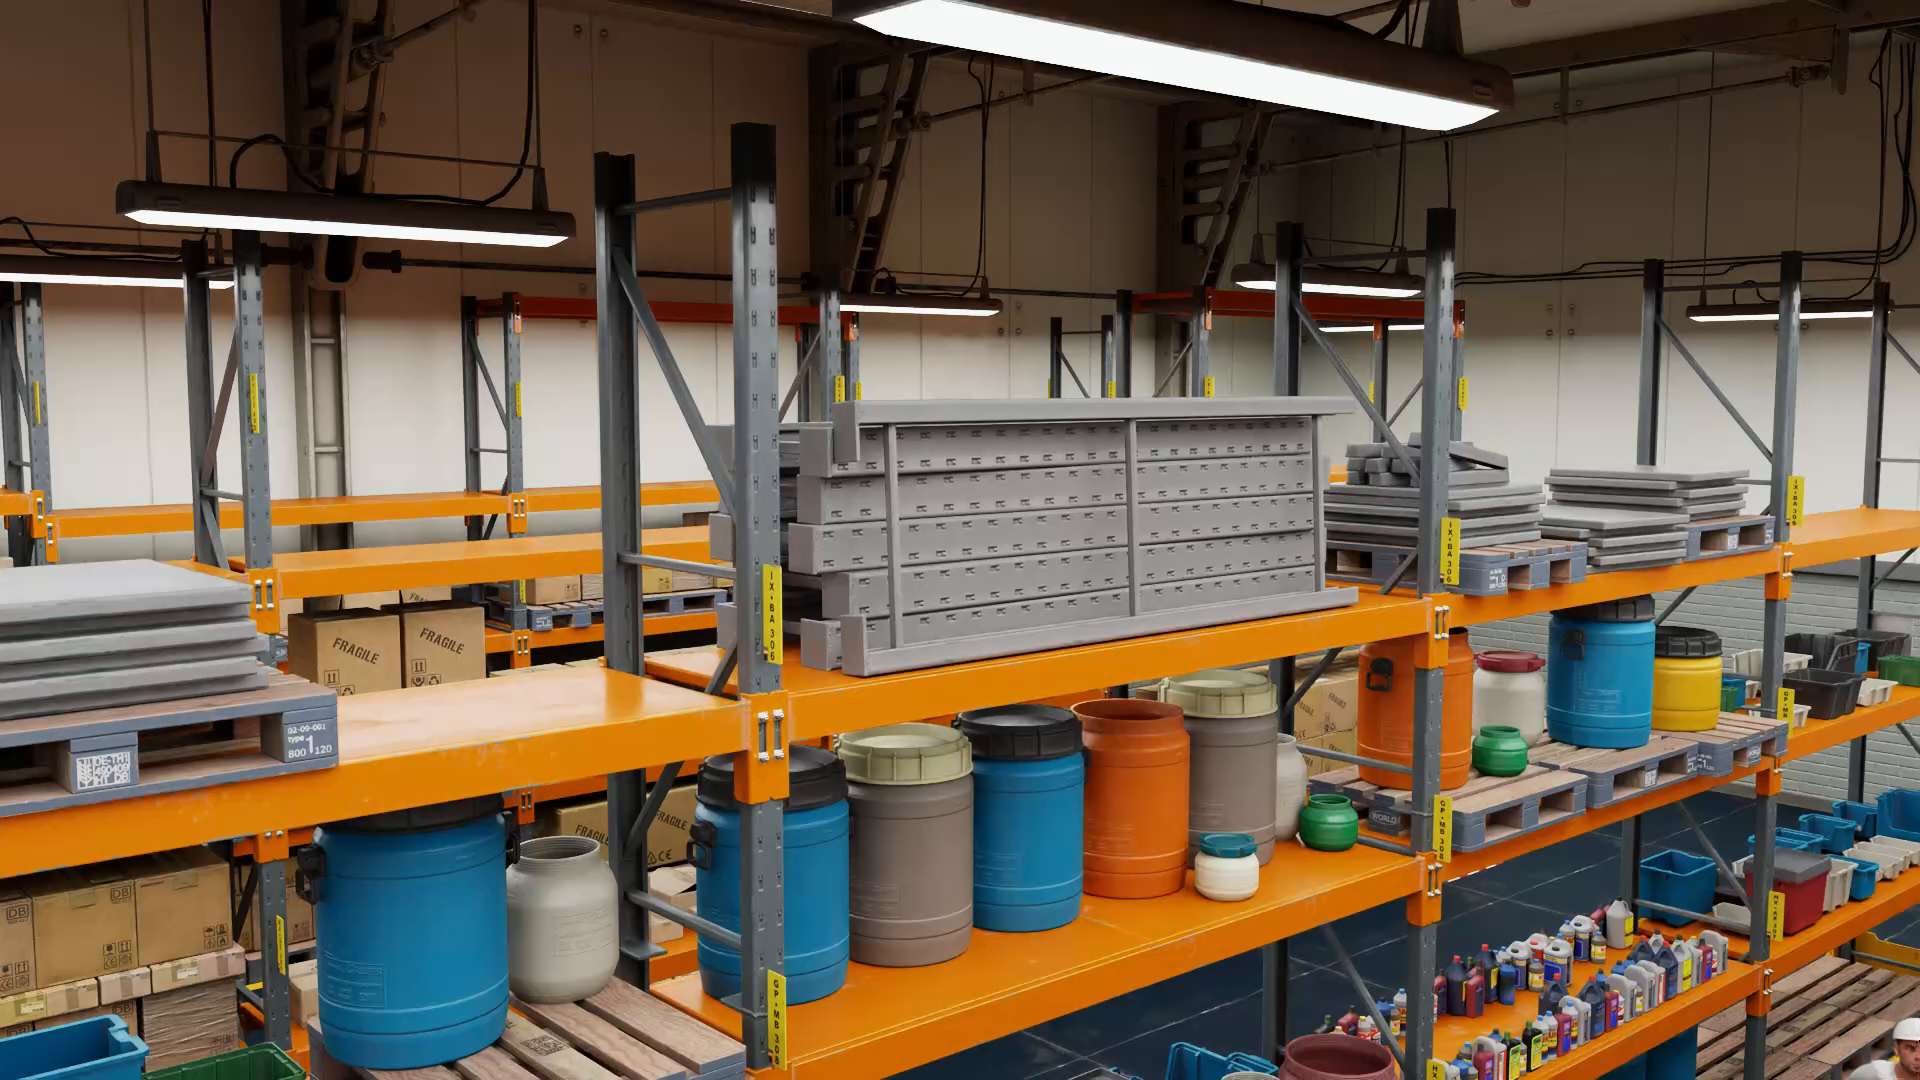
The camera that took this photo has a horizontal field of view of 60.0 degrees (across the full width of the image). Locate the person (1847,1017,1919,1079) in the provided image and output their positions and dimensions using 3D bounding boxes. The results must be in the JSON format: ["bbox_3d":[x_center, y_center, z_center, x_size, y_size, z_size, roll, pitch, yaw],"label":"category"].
[{"bbox_3d":[5.031,3.428,8.925,0.627,1.819,0.897,3,6,31],"label":"person"}]
